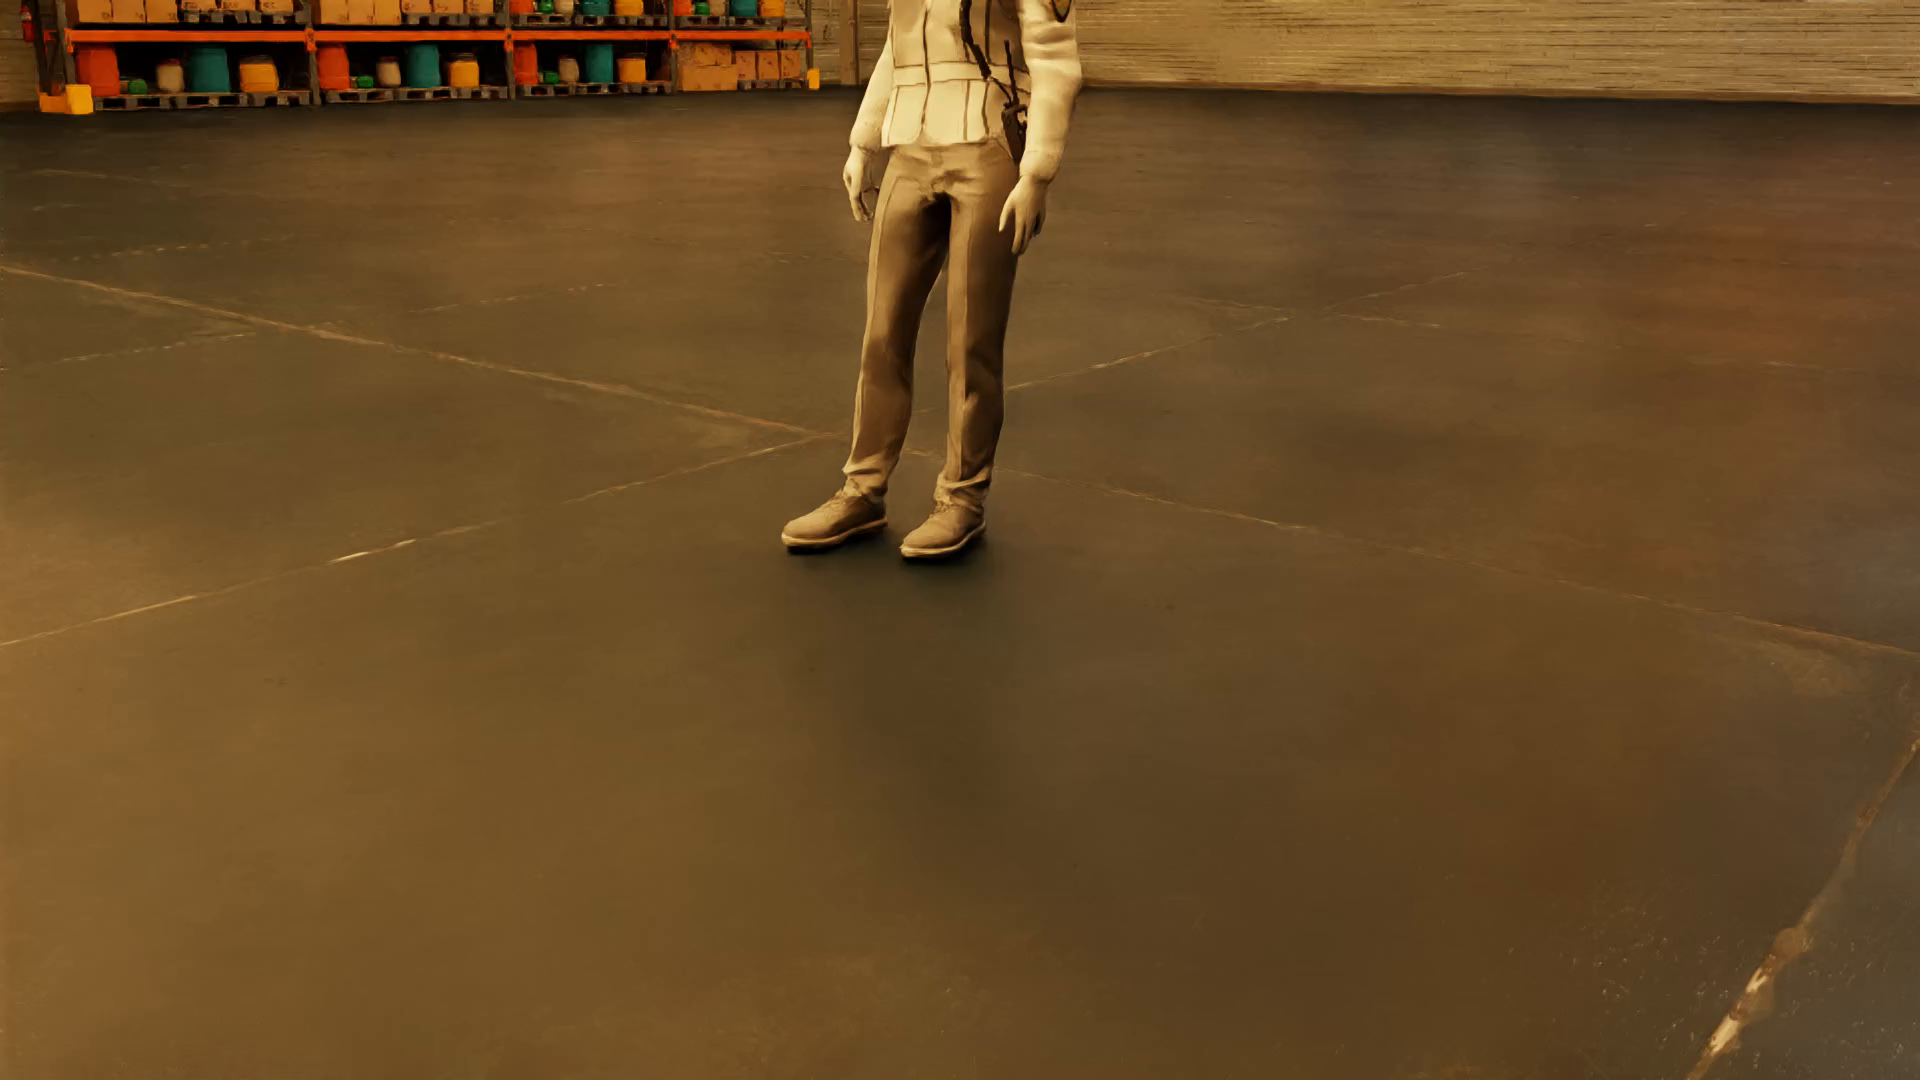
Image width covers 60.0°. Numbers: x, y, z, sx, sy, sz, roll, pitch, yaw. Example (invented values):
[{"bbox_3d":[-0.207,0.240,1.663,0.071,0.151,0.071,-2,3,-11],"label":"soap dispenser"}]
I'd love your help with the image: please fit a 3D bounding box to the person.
[{"bbox_3d":[-0.049,-0.804,3.648,0.586,1.695,0.533,13,21,37],"label":"person"}]
